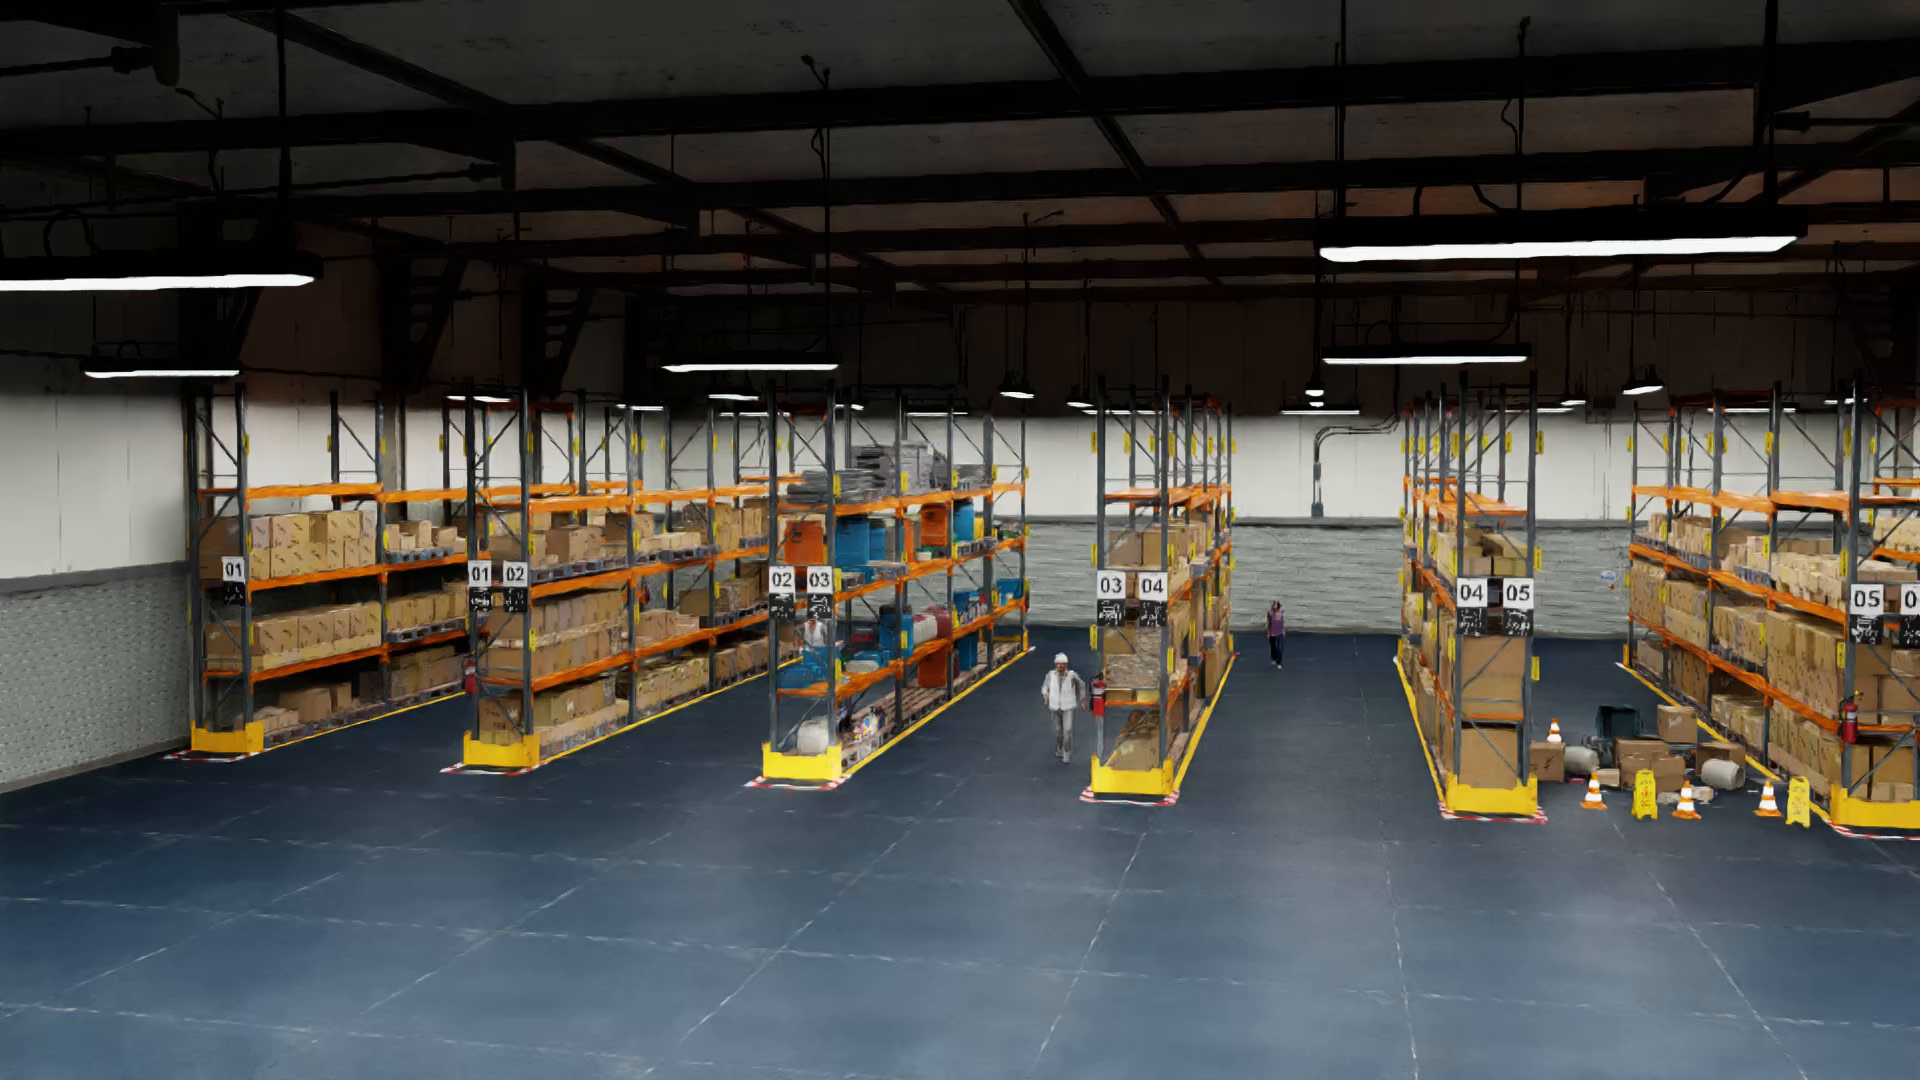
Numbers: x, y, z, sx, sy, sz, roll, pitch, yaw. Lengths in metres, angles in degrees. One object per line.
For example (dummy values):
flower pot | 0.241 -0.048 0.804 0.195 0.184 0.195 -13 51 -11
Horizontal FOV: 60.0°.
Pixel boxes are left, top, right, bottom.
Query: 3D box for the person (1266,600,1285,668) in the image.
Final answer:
person | 7.092 2.101 37.371 0.417 1.500 1.037 1 3 15

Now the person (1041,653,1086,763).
person | 1.631 2.634 26.444 0.679 1.709 0.866 1 3 18

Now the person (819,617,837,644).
person | -2.963 2.064 37.208 0.455 1.612 1.019 1 3 11

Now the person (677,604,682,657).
person | -6.293 1.991 38.575 0.639 1.628 0.512 1 3 10

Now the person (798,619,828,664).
person | -2.932 2.233 33.349 0.677 1.742 0.552 1 3 10
